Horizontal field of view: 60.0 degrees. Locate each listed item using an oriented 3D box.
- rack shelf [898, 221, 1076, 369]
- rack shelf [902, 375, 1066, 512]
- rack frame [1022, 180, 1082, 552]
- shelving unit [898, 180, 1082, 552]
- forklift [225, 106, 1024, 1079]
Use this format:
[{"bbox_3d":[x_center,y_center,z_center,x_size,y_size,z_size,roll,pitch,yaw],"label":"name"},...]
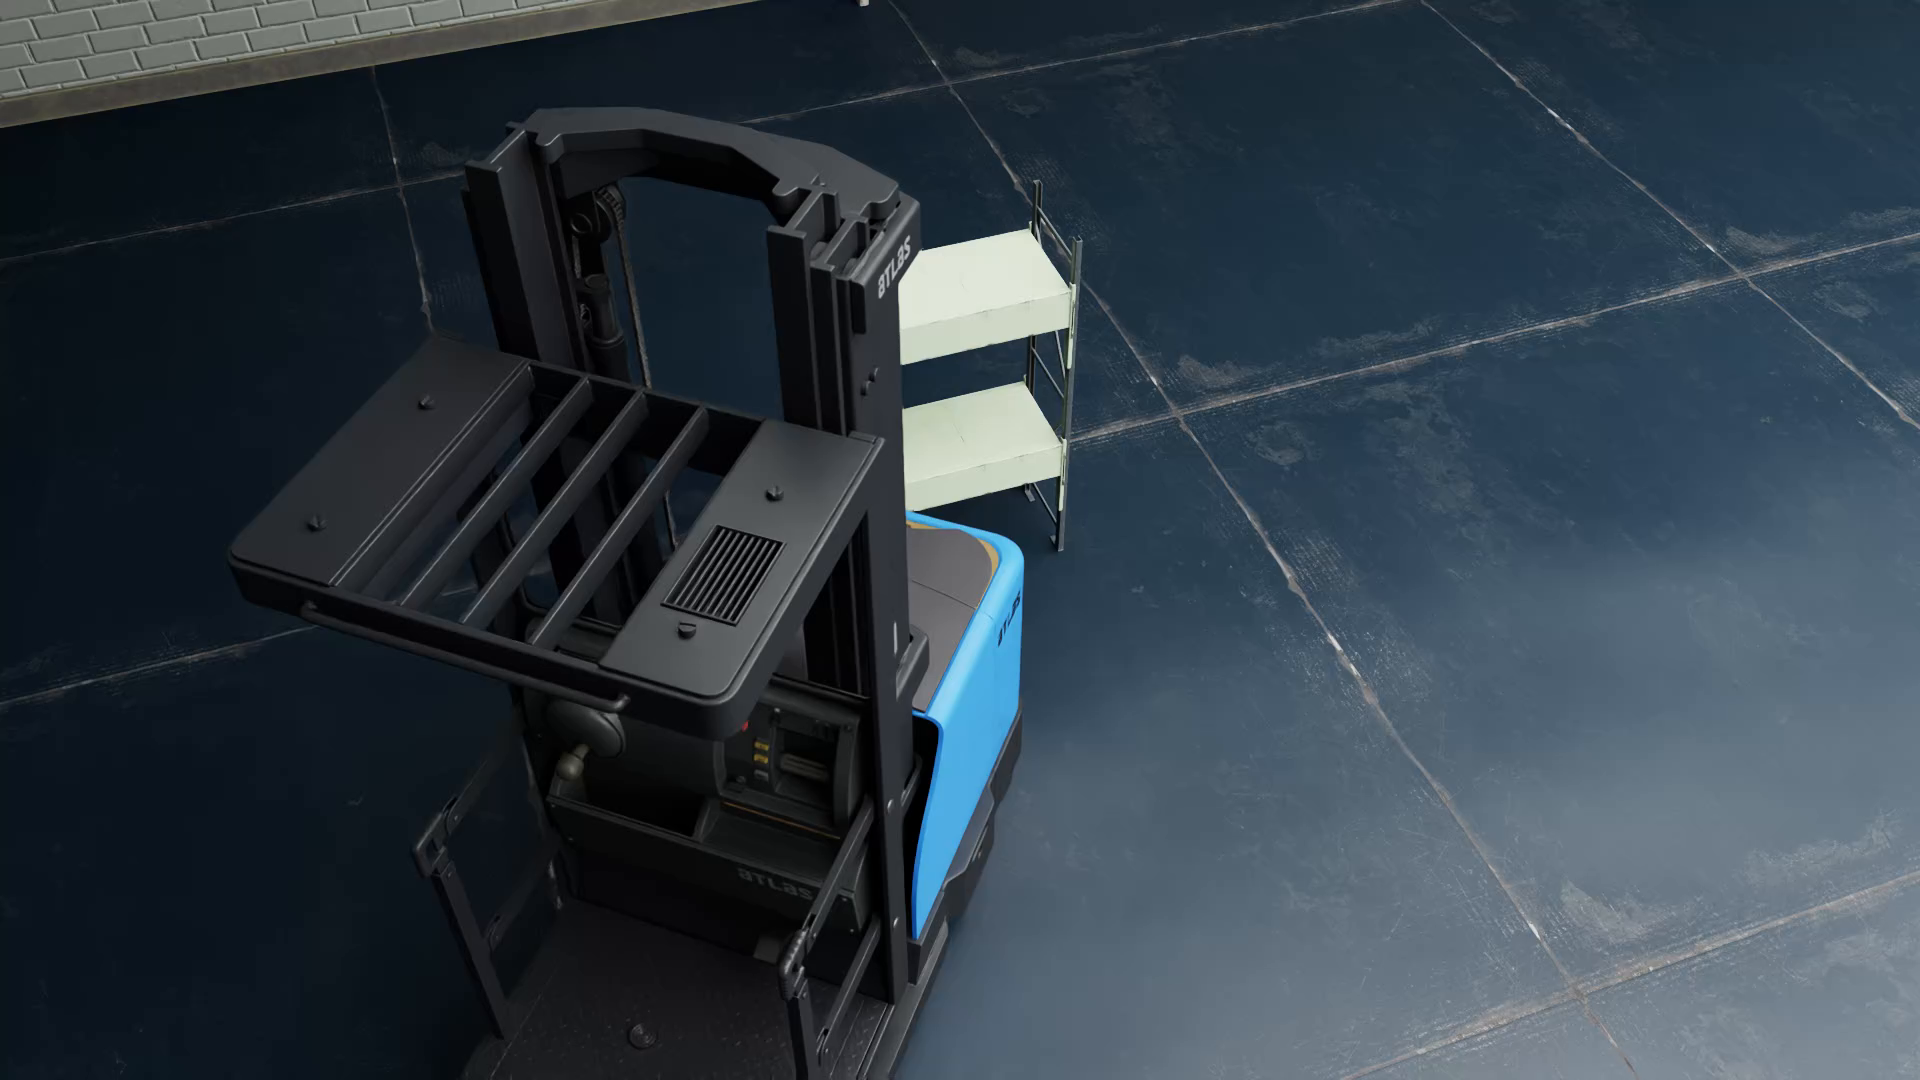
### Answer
[{"bbox_3d":[-0.006,-0.803,5.941,0.720,0.370,0.431,-14,47,-14],"label":"rack shelf"},{"bbox_3d":[-0.006,-0.298,6.448,0.720,0.370,0.431,-14,47,-14],"label":"rack shelf"},{"bbox_3d":[0.338,-0.616,6.305,0.023,1.500,0.400,-14,47,-14],"label":"rack frame"},{"bbox_3d":[-0.006,-0.528,6.217,0.755,1.500,0.431,-14,47,-14],"label":"shelving unit"},{"bbox_3d":[-0.767,0.587,4.096,1.130,2.935,3.031,15,47,14],"label":"forklift"}]
